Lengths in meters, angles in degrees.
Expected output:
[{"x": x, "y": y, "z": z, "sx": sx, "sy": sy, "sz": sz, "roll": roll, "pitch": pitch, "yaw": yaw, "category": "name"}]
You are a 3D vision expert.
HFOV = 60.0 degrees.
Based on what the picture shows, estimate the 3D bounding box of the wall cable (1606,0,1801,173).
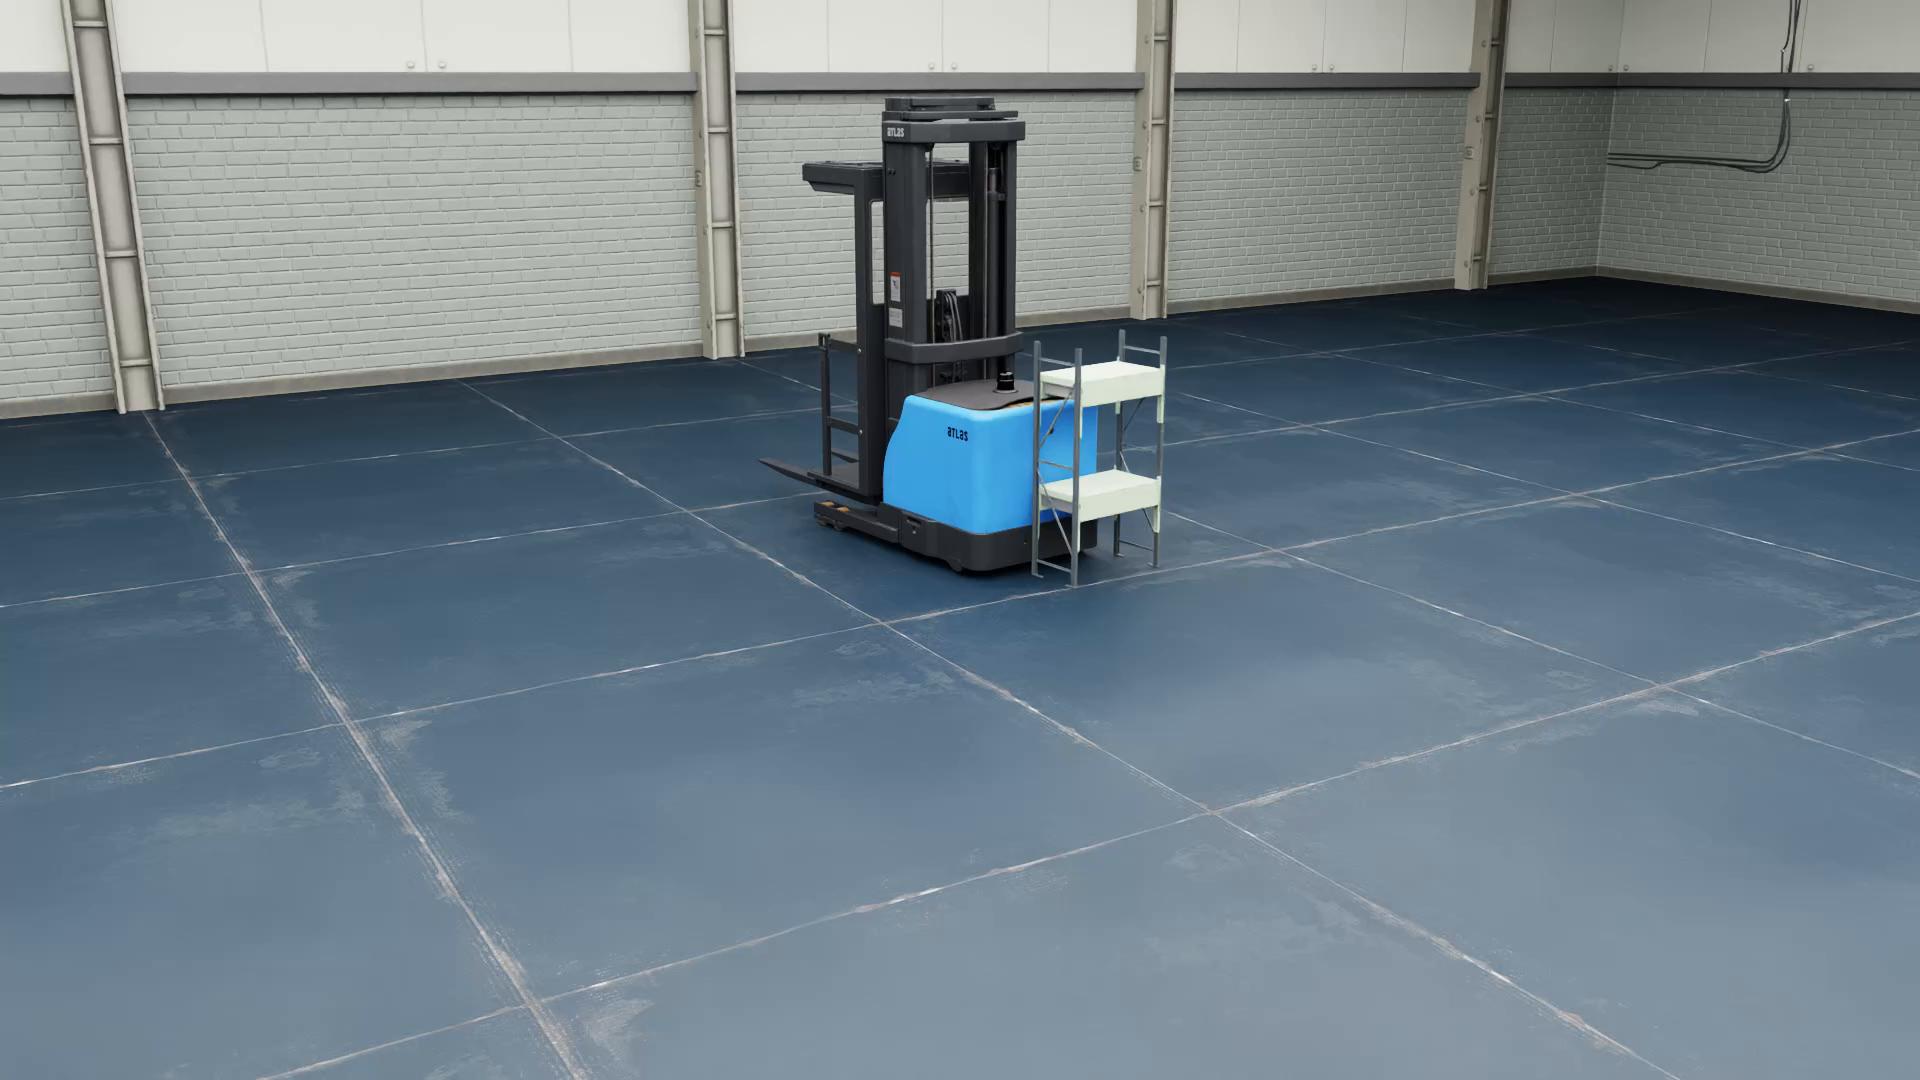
[{"x": 10.813, "y": -6.696, "z": 24.379, "sx": 0.112, "sy": 2.526, "sz": 3.097, "roll": -9, "pitch": 18, "yaw": -30, "category": "wall cable"}]

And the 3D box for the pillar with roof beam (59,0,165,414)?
[{"x": -5.606, "y": -4.590, "z": 11.112, "sx": 0.400, "sy": 9.000, "sz": 9.100, "roll": -9, "pitch": 18, "yaw": -30, "category": "pillar with roof beam"}]

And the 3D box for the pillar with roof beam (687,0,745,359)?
[{"x": -0.463, "y": -5.424, "z": 14.087, "sx": 0.400, "sy": 9.000, "sz": 9.100, "roll": -9, "pitch": 18, "yaw": -30, "category": "pillar with roof beam"}]

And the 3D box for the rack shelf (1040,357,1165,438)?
[{"x": 0.874, "y": -0.897, "z": 10.386, "sx": 0.720, "sy": 0.370, "sz": 0.431, "roll": -13, "pitch": 20, "yaw": -38, "category": "rack shelf"}]

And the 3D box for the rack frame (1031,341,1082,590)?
[{"x": 0.592, "y": -0.458, "z": 10.266, "sx": 0.023, "sy": 1.500, "sz": 0.400, "roll": -13, "pitch": 20, "yaw": -38, "category": "rack frame"}]

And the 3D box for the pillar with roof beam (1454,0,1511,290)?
[{"x": 9.824, "y": -7.092, "z": 20.038, "sx": 0.400, "sy": 9.000, "sz": 9.100, "roll": -9, "pitch": 18, "yaw": -30, "category": "pillar with roof beam"}]

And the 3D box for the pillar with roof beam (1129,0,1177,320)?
[{"x": 4.680, "y": -6.258, "z": 17.062, "sx": 0.400, "sy": 9.000, "sz": 9.100, "roll": -9, "pitch": 18, "yaw": -30, "category": "pillar with roof beam"}]

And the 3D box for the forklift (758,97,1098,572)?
[{"x": -0.378, "y": -1.547, "z": 11.498, "sx": 1.130, "sy": 2.935, "sz": 3.031, "roll": -12, "pitch": 19, "yaw": -35, "category": "forklift"}]

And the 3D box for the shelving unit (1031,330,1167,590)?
[{"x": 0.874, "y": -0.521, "z": 10.491, "sx": 0.755, "sy": 1.500, "sz": 0.431, "roll": -13, "pitch": 20, "yaw": -38, "category": "shelving unit"}]

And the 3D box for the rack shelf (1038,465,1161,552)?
[{"x": 0.874, "y": -0.208, "z": 10.579, "sx": 0.720, "sy": 0.370, "sz": 0.431, "roll": -13, "pitch": 20, "yaw": -38, "category": "rack shelf"}]

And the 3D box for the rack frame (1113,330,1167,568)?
[{"x": 1.156, "y": -0.584, "z": 10.716, "sx": 0.023, "sy": 1.500, "sz": 0.400, "roll": -13, "pitch": 20, "yaw": -38, "category": "rack frame"}]
